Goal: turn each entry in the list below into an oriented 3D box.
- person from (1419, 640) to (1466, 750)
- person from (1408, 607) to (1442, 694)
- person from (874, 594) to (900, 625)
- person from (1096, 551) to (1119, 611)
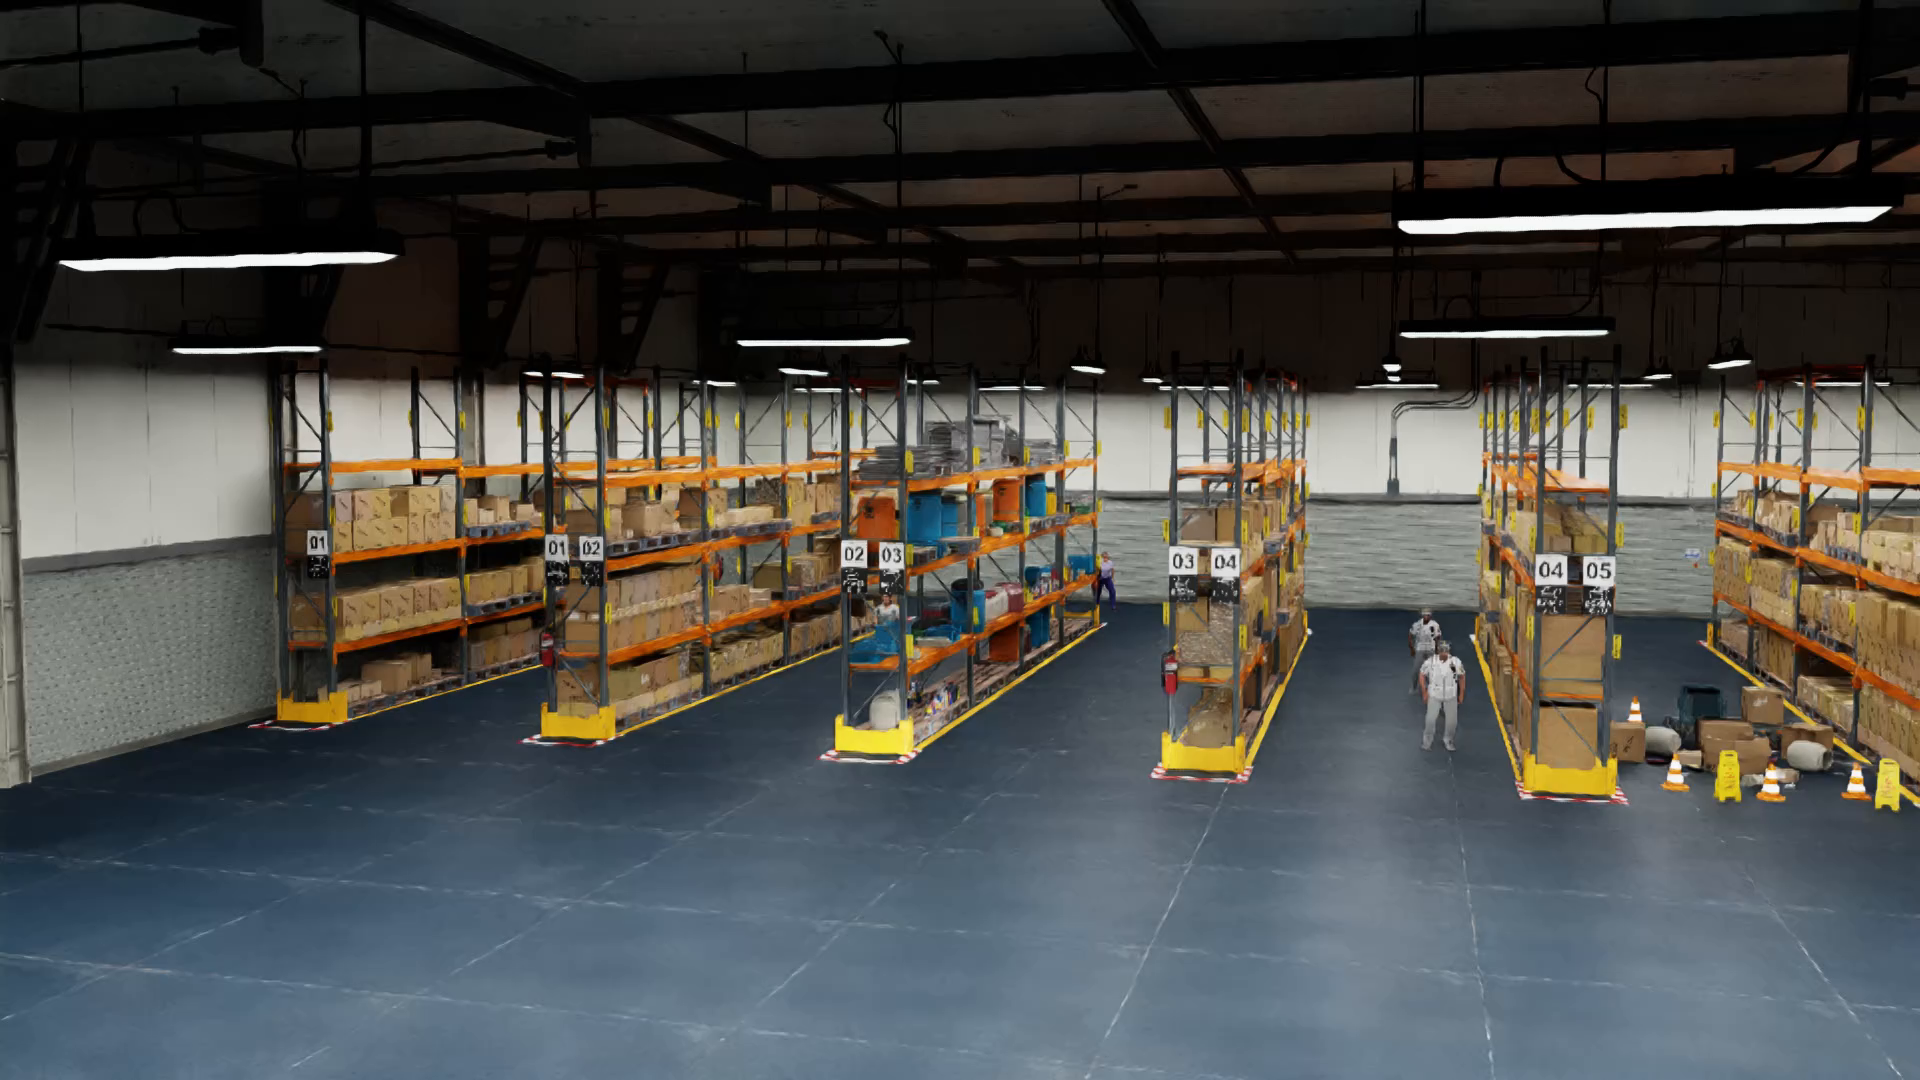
[{"bbox_3d":[7.311,2.338,25.214,0.683,1.715,0.538,1,4,12],"label":"person"},{"bbox_3d":[8.483,2.014,30.355,0.592,1.629,0.513,1,4,13],"label":"person"},{"bbox_3d":[-1.435,1.819,33.133,0.580,1.618,0.507,1,4,14],"label":"person"},{"bbox_3d":[3.818,1.063,43.717,0.660,1.580,0.811,0,4,-3],"label":"person"}]
